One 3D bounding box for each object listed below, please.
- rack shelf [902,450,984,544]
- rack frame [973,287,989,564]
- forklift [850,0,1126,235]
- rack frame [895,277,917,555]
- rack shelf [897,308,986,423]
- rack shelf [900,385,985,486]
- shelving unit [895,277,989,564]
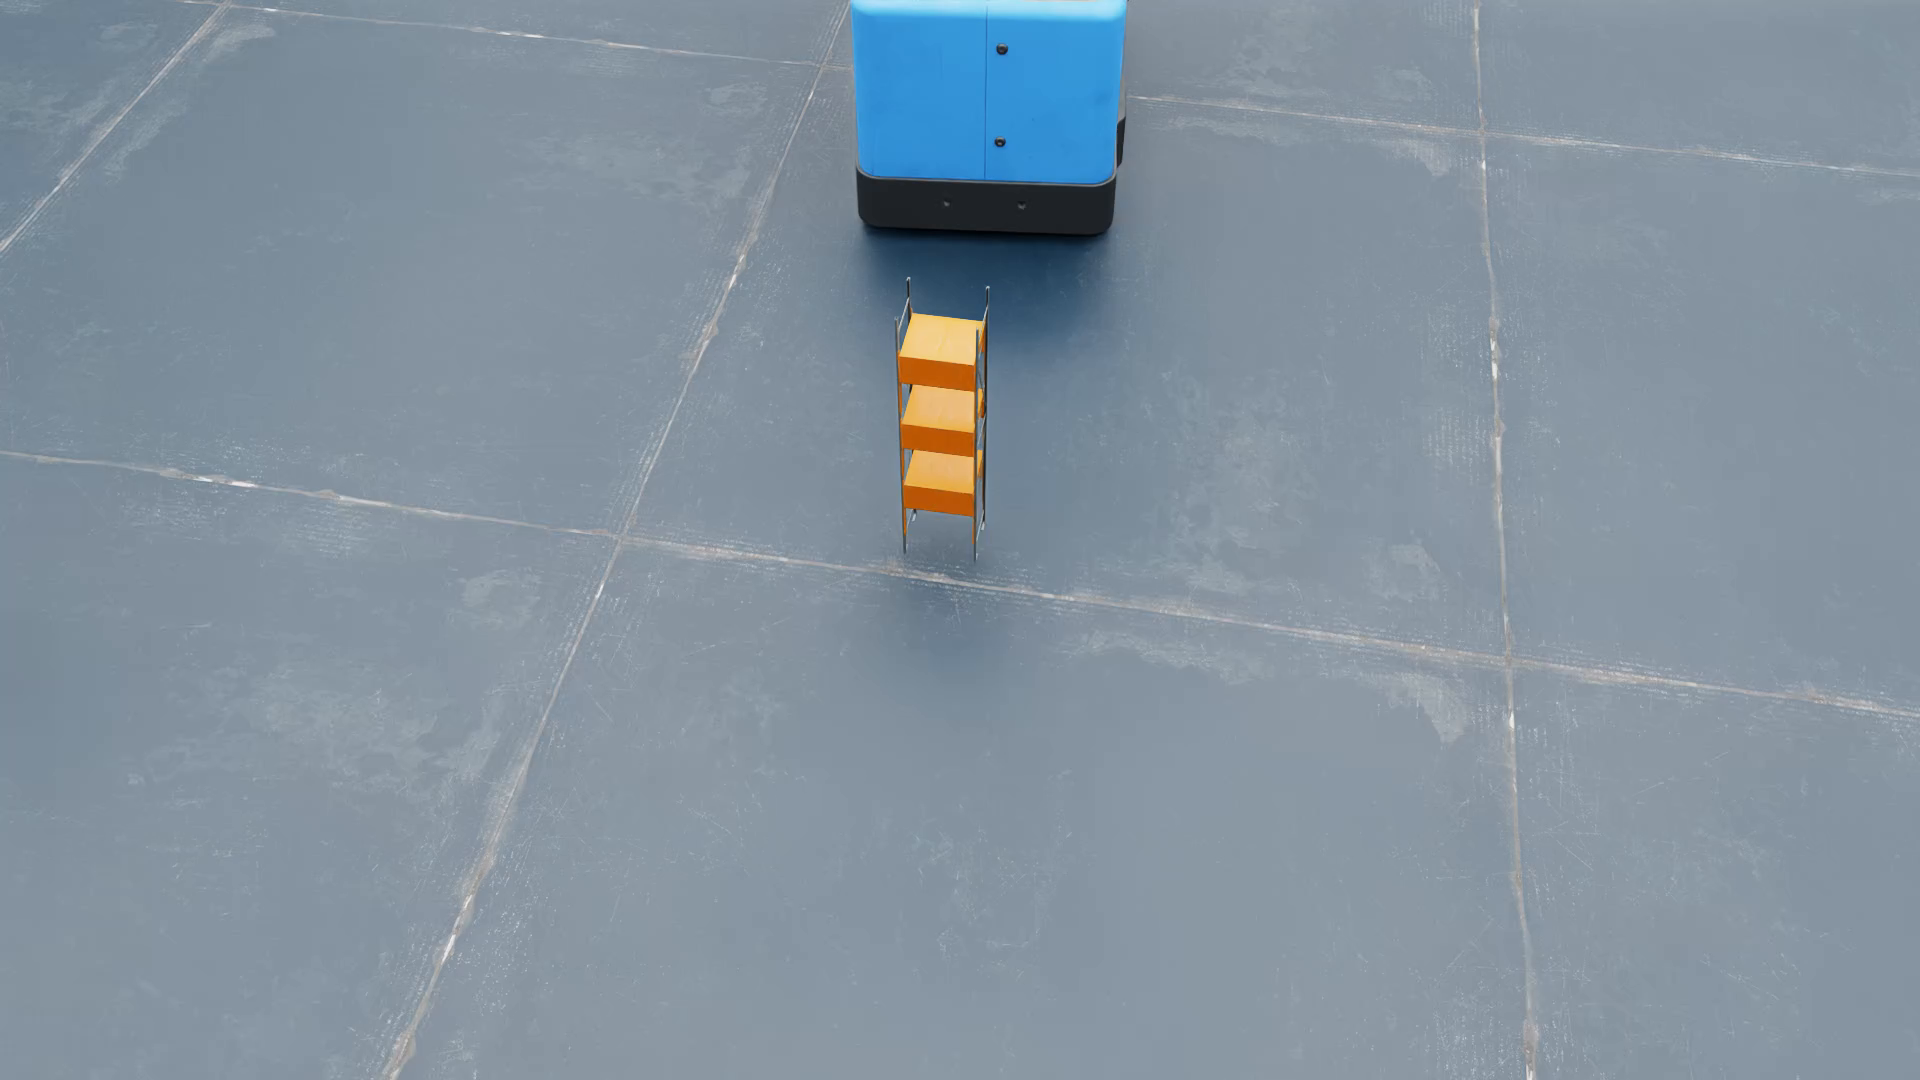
[{"bbox_3d":[-0.053,-0.165,5.580,0.240,0.259,0.215,8,49,7],"label":"rack shelf"},{"bbox_3d":[0.067,-0.342,5.351,0.008,1.050,0.200,8,49,7],"label":"rack frame"},{"bbox_3d":[0.188,-3.316,6.759,1.130,2.935,3.031,3,48,2],"label":"forklift"},{"bbox_3d":[-0.173,-0.374,5.380,0.008,1.050,0.200,8,49,7],"label":"rack frame"},{"bbox_3d":[-0.053,-0.541,5.163,0.240,0.259,0.215,8,49,7],"label":"rack shelf"},{"bbox_3d":[-0.053,-0.351,5.374,0.240,0.259,0.215,8,49,7],"label":"rack shelf"},{"bbox_3d":[-0.053,-0.358,5.366,0.252,1.050,0.215,8,49,7],"label":"shelving unit"}]
